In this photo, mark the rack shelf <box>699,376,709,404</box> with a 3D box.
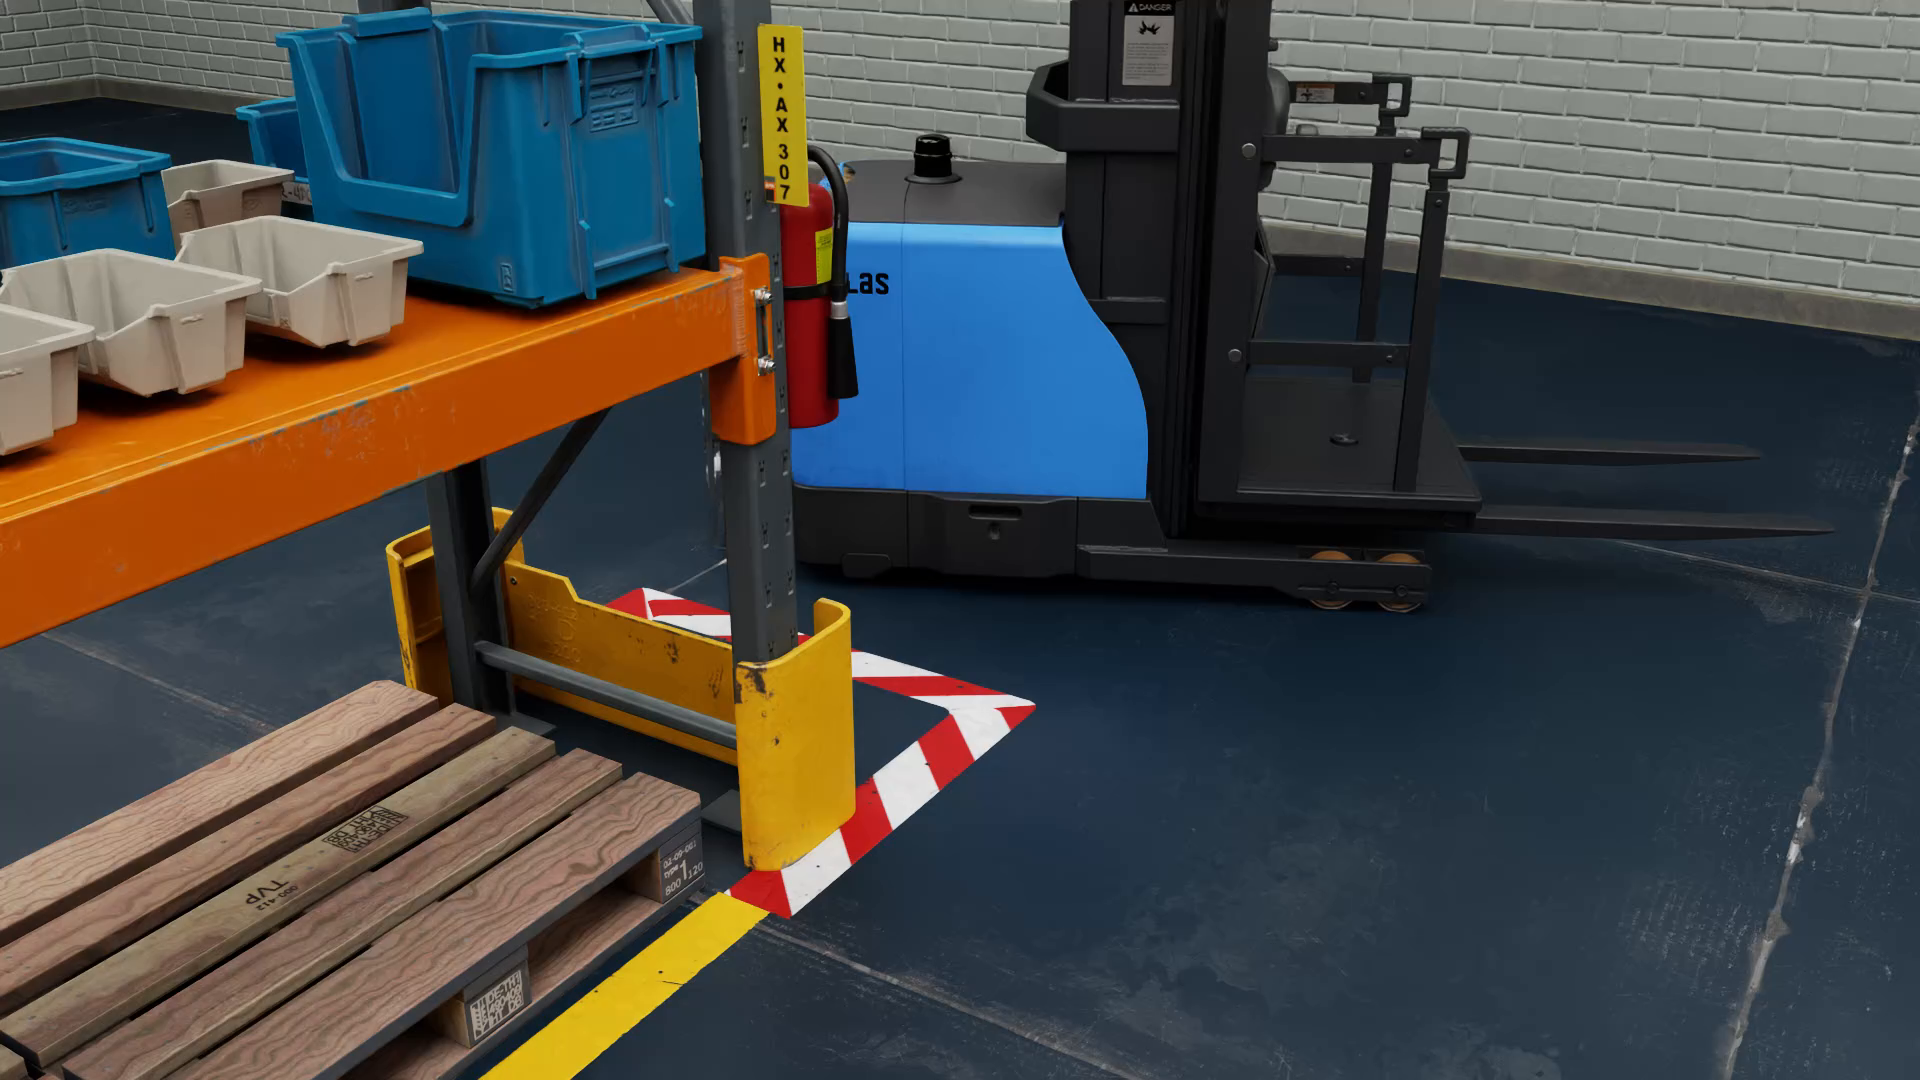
[{"bbox_3d":[-0.642,-0.474,5.070,0.258,0.077,0.200,2,23,5],"label":"rack shelf"}]

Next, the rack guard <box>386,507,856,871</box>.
[{"bbox_3d":[-0.801,0.317,3.889,1.175,0.500,0.348,14,27,29],"label":"rack guard"}]

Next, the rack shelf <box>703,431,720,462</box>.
[{"bbox_3d":[-0.642,-0.309,5.141,0.258,0.077,0.200,2,23,5],"label":"rack shelf"}]

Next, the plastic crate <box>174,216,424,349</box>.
[{"bbox_3d":[-1.079,-0.413,2.685,0.396,0.136,0.243,14,27,29],"label":"plastic crate"}]

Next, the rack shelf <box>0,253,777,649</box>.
[{"bbox_3d":[-1.858,0.186,1.951,1.077,0.370,4.000,14,27,29],"label":"rack shelf"}]

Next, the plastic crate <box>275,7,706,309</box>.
[{"bbox_3d":[-0.821,-0.711,2.997,0.616,0.435,0.499,14,27,29],"label":"plastic crate"}]

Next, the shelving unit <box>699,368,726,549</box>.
[{"bbox_3d":[-0.642,-0.422,5.092,0.258,0.900,0.210,2,23,5],"label":"shelving unit"}]

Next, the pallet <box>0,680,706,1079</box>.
[{"bbox_3d":[-1.271,0.730,3.297,1.003,0.211,1.213,14,27,29],"label":"pallet"}]

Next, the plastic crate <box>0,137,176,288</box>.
[{"bbox_3d":[-1.560,-0.534,2.843,0.416,0.233,0.300,14,27,29],"label":"plastic crate"}]

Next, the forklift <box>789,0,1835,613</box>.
[{"bbox_3d":[1.031,-1.359,4.701,3.031,2.935,1.130,2,24,5],"label":"forklift"}]

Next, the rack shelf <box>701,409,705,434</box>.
[{"bbox_3d":[-0.642,-0.392,5.105,0.258,0.077,0.200,2,23,5],"label":"rack shelf"}]

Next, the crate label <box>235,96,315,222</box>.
[{"bbox_3d":[-1.213,-0.756,3.356,0.416,0.233,0.303,14,27,29],"label":"crate label"}]

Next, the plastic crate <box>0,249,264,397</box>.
[{"bbox_3d":[-1.244,-0.318,2.466,0.396,0.136,0.243,14,27,29],"label":"plastic crate"}]

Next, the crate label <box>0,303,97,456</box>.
[{"bbox_3d":[-1.370,-0.219,2.237,0.396,0.136,0.243,14,27,29],"label":"crate label"}]

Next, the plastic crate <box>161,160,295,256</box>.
[{"bbox_3d":[-1.452,-0.621,3.165,0.250,0.136,0.298,14,27,29],"label":"plastic crate"}]

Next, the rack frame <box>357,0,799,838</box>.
[{"bbox_3d":[-0.803,-0.820,3.368,1.000,3.000,0.127,14,27,29],"label":"rack frame"}]

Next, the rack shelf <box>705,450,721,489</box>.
[{"bbox_3d":[-0.642,-0.227,5.177,0.258,0.077,0.200,2,23,5],"label":"rack shelf"}]

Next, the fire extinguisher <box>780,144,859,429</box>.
[{"bbox_3d":[-0.337,-0.569,3.355,0.296,0.674,0.183,14,27,29],"label":"fire extinguisher"}]

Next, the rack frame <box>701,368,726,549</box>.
[{"bbox_3d":[-0.652,-0.382,4.999,0.240,0.900,0.006,2,23,5],"label":"rack frame"}]

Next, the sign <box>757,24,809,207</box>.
[{"bbox_3d":[-0.327,-0.785,3.082,0.100,0.325,0.005,14,27,29],"label":"sign"}]
